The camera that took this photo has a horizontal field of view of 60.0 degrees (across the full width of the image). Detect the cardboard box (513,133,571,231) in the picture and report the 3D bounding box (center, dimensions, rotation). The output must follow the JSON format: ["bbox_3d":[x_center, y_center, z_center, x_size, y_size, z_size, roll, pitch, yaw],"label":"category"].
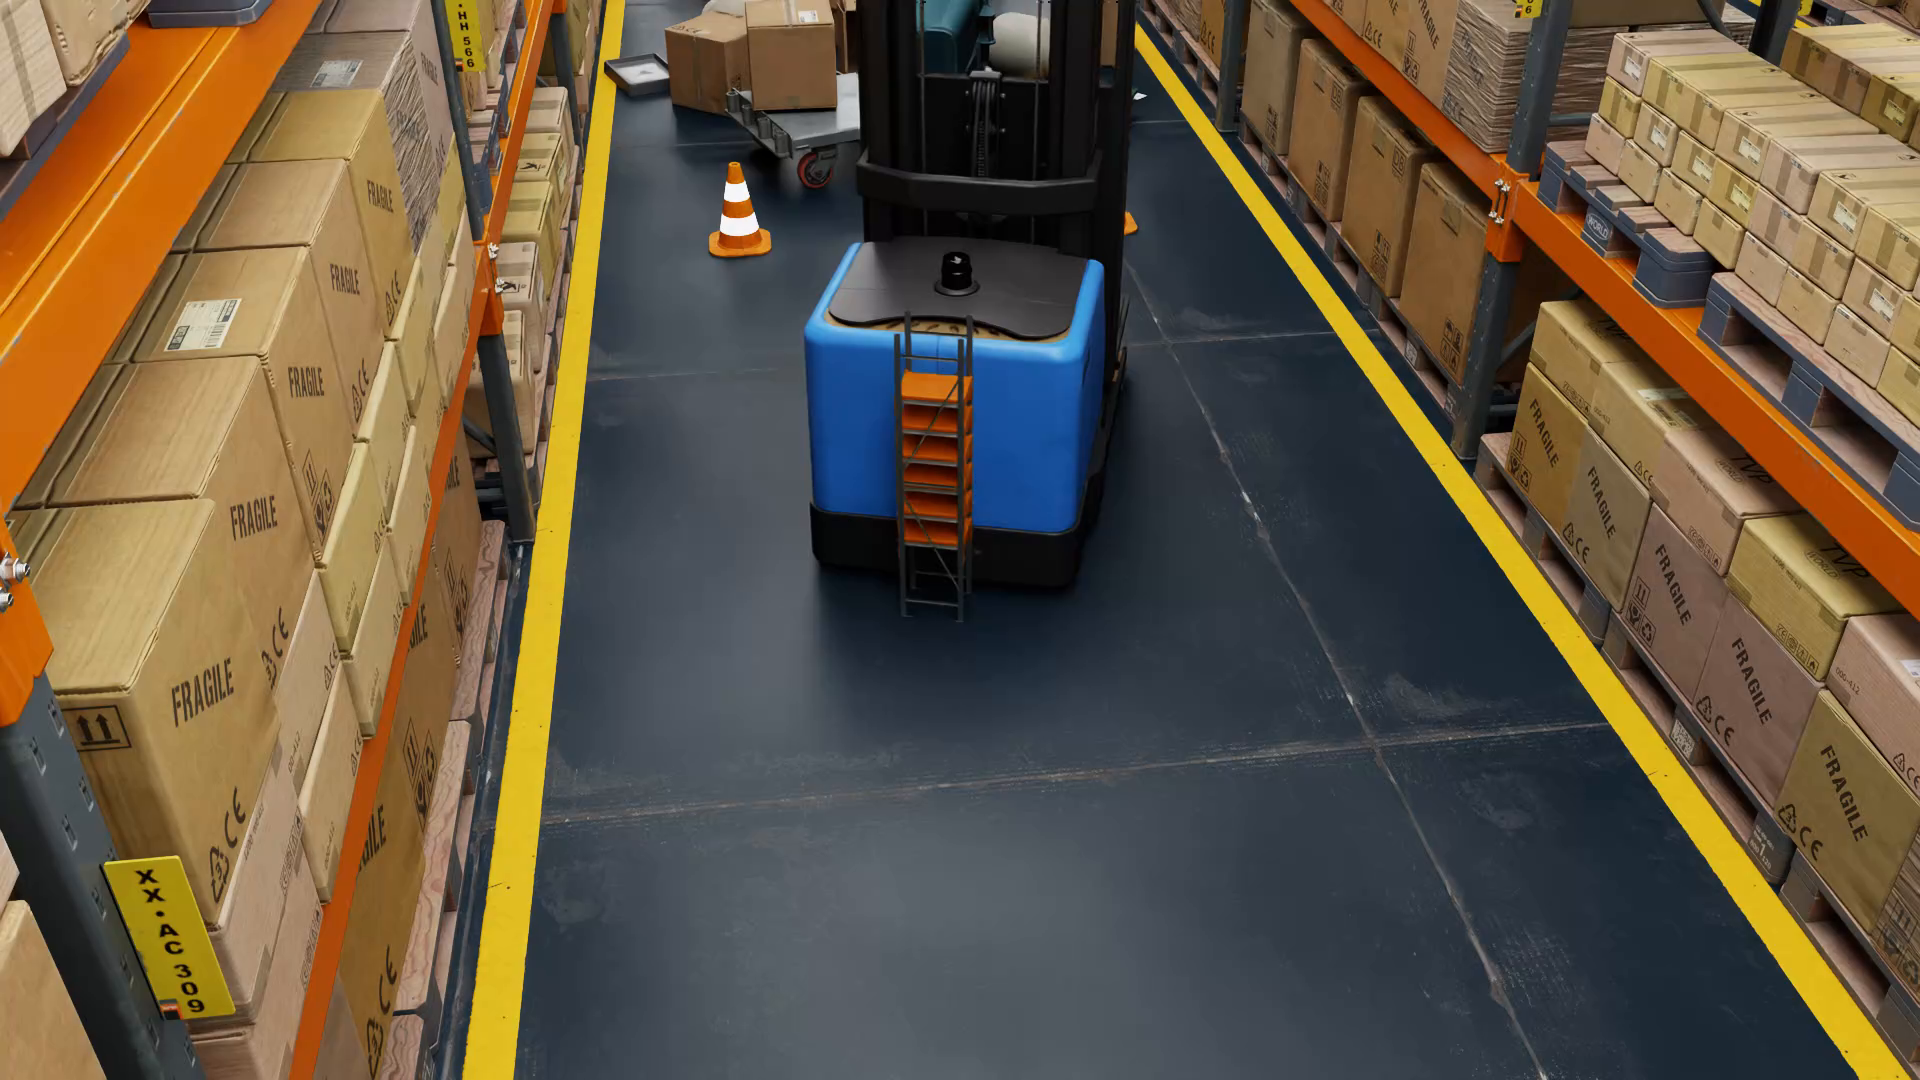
[{"bbox_3d":[-2.589,-1.847,8.757,0.950,0.372,0.625,-2,34,-3],"label":"cardboard box"}]

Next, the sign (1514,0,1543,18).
[{"bbox_3d":[2.118,-2.086,6.119,0.100,0.325,0.005,-4,35,-6],"label":"sign"}]

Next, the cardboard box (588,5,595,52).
[{"bbox_3d":[-2.731,-3.432,11.192,0.500,0.250,0.500,-5,35,-7],"label":"cardboard box"}]

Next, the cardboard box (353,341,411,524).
[{"bbox_3d":[-1.675,-0.254,4.148,0.500,0.250,0.500,-5,35,-8],"label":"cardboard box"}]

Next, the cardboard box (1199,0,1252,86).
[{"bbox_3d":[2.114,-3.535,10.788,0.875,0.875,0.875,-4,34,-6],"label":"cardboard box"}]

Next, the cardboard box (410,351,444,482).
[{"bbox_3d":[-1.763,-0.330,4.703,0.500,0.250,0.500,-5,35,-7],"label":"cardboard box"}]

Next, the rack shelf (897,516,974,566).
[{"bbox_3d":[-0.090,-0.008,6.202,0.258,0.103,0.180,6,35,8],"label":"rack shelf"}]

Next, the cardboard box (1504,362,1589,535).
[{"bbox_3d":[2.510,-0.378,6.488,0.500,0.500,0.500,-6,35,-8],"label":"cardboard box"}]

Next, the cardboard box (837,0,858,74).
[{"bbox_3d":[-0.421,-3.399,11.171,0.797,0.637,0.503,-4,35,-6],"label":"cardboard box"}]

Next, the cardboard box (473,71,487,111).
[{"bbox_3d":[-2.079,-1.802,6.581,0.380,0.149,0.250,-7,35,-9],"label":"cardboard box"}]

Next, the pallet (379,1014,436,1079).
[{"bbox_3d":[-1.865,1.739,4.010,1.003,0.211,1.213,-4,35,-6],"label":"pallet"}]

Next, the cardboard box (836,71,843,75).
[{"bbox_3d":[-0.745,-2.940,10.828,0.396,0.266,0.258,27,43,34],"label":"cardboard box"}]

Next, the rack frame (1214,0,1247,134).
[{"bbox_3d":[2.129,-3.884,9.785,1.000,3.000,0.127,-4,35,-6],"label":"rack frame"}]

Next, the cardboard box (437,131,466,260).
[{"bbox_3d":[-1.907,-1.114,5.410,0.500,0.250,0.500,-4,35,-7],"label":"cardboard box"}]

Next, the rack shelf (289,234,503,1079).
[{"bbox_3d":[-1.955,0.193,4.442,1.077,0.370,4.000,-4,35,-6],"label":"rack shelf"}]

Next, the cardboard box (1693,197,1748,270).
[{"bbox_3d":[2.638,-1.006,5.412,0.380,0.149,0.250,-3,34,-4],"label":"cardboard box"}]

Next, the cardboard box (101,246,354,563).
[{"bbox_3d":[-1.621,-0.272,3.509,0.500,0.500,0.500,-5,35,-8],"label":"cardboard box"}]

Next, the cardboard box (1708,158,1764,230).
[{"bbox_3d":[2.645,-1.119,5.314,0.380,0.149,0.250,-4,35,-6],"label":"cardboard box"}]

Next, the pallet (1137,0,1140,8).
[{"bbox_3d":[1.776,-4.523,13.200,1.003,0.211,1.213,-4,35,-6],"label":"pallet"}]

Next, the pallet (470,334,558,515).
[{"bbox_3d":[-2.328,-0.504,7.302,1.003,0.211,1.213,-4,35,-6],"label":"pallet"}]

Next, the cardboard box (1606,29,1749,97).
[{"bbox_3d":[2.538,-1.692,5.891,0.380,0.149,0.250,-4,35,-6],"label":"cardboard box"}]

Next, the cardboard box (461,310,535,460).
[{"bbox_3d":[-2.290,-0.624,6.962,0.950,0.372,0.625,-7,35,-10],"label":"cardboard box"}]

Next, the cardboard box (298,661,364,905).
[{"bbox_3d":[-1.555,0.520,3.457,0.500,0.250,0.500,-5,35,-8],"label":"cardboard box"}]

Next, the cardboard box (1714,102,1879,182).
[{"bbox_3d":[2.640,-1.260,5.257,0.380,0.149,0.250,-6,35,-8],"label":"cardboard box"}]

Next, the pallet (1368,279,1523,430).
[{"bbox_3d":[2.636,-0.945,7.949,1.003,0.211,1.213,-4,35,-6],"label":"pallet"}]

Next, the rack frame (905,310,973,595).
[{"bbox_3d":[-0.074,-0.294,6.116,0.240,1.200,0.006,6,35,8],"label":"rack frame"}]

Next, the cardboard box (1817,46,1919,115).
[{"bbox_3d":[3.219,-1.588,5.738,0.380,0.149,0.250,-5,35,-7],"label":"cardboard box"}]

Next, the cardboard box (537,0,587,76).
[{"bbox_3d":[-2.574,-3.149,10.110,0.500,0.500,0.500,-3,34,-4],"label":"cardboard box"}]

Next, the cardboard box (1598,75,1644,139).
[{"bbox_3d":[2.533,-1.559,5.961,0.380,0.149,0.250,-3,34,-4],"label":"cardboard box"}]

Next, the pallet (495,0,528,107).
[{"bbox_3d":[-2.531,-2.243,7.547,1.003,0.211,1.213,-4,35,-6],"label":"pallet"}]

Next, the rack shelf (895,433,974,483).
[{"bbox_3d":[-0.090,-0.306,5.999,0.258,0.103,0.180,6,35,8],"label":"rack shelf"}]

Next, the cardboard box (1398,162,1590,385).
[{"bbox_3d":[2.675,-1.242,7.534,1.050,0.750,0.750,-5,35,-7],"label":"cardboard box"}]

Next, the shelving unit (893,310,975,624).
[{"bbox_3d":[-0.090,-0.244,6.042,0.258,1.200,0.189,6,35,8],"label":"shelving unit"}]

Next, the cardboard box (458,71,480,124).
[{"bbox_3d":[-2.055,-1.827,6.041,0.500,0.500,0.500,-5,35,-8],"label":"cardboard box"}]

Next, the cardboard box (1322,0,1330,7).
[{"bbox_3d":[2.067,-3.050,8.473,0.500,0.500,0.500,-5,35,-7],"label":"cardboard box"}]

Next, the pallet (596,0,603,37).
[{"bbox_3d":[-3.216,-4.034,12.482,1.003,0.211,1.213,-4,35,-6],"label":"pallet"}]

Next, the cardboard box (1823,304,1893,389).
[{"bbox_3d":[2.741,-0.571,4.775,0.380,0.149,0.250,-5,35,-8],"label":"cardboard box"}]

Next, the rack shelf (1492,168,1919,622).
[{"bbox_3d":[2.936,-0.238,5.075,1.077,0.370,4.000,-4,35,-6],"label":"rack shelf"}]

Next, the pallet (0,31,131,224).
[{"bbox_3d":[-1.858,-0.656,2.556,0.805,0.209,1.217,-6,35,-8],"label":"pallet"}]

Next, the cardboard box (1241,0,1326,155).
[{"bbox_3d":[2.302,-2.788,9.802,1.050,0.750,0.750,-5,35,-7],"label":"cardboard box"}]

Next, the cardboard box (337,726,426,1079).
[{"bbox_3d":[-1.978,0.873,4.319,0.875,0.875,0.875,-3,34,-5],"label":"cardboard box"}]

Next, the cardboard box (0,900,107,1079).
[{"bbox_3d":[-1.349,0.800,1.936,0.500,0.500,0.500,-5,35,-7],"label":"cardboard box"}]

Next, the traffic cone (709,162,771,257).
[{"bbox_3d":[-1.208,-1.818,9.007,0.336,0.463,0.334,-4,35,-6],"label":"traffic cone"}]

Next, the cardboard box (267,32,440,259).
[{"bbox_3d":[-1.818,-1.120,4.754,0.500,0.500,0.500,-4,34,-6],"label":"cardboard box"}]

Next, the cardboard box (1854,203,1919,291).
[{"bbox_3d":[2.746,-0.822,4.614,0.380,0.149,0.250,-5,35,-7],"label":"cardboard box"}]

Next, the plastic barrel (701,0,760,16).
[{"bbox_3d":[-1.522,-3.582,11.630,0.512,0.421,0.421,20,39,26],"label":"plastic barrel"}]

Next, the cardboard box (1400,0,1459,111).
[{"bbox_3d":[2.275,-2.202,7.229,0.500,0.500,0.500,-4,35,-6],"label":"cardboard box"}]

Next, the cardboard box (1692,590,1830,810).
[{"bbox_3d":[2.723,0.473,5.239,0.500,0.500,0.500,-5,35,-7],"label":"cardboard box"}]

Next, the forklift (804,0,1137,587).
[{"bbox_3d":[0.180,-1.854,6.868,1.130,2.935,3.031,6,35,8],"label":"forklift"}]

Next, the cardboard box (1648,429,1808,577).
[{"bbox_3d":[2.642,-0.139,5.471,0.500,0.250,0.500,-4,34,-6],"label":"cardboard box"}]

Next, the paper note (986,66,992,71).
[{"bbox_3d":[0.133,-3.273,11.532,0.172,0.023,0.155,7,35,10],"label":"paper note"}]

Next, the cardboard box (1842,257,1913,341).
[{"bbox_3d":[2.748,-0.690,4.686,0.380,0.149,0.250,-3,34,-5],"label":"cardboard box"}]

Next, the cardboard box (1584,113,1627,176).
[{"bbox_3d":[2.527,-1.456,6.073,0.380,0.149,0.250,-5,35,-7],"label":"cardboard box"}]

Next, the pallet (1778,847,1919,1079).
[{"bbox_3d":[3.099,1.299,4.657,1.003,0.211,1.213,-4,35,-6],"label":"pallet"}]

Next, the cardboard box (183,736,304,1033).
[{"bbox_3d":[-1.466,0.600,2.895,0.500,0.250,0.500,-5,35,-8],"label":"cardboard box"}]

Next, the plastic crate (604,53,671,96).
[{"bbox_3d":[-2.161,-3.184,11.351,0.402,0.080,0.583,-16,38,-23],"label":"plastic crate"}]

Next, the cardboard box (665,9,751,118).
[{"bbox_3d":[-1.558,-3.121,10.884,0.500,0.500,0.500,20,39,26],"label":"cardboard box"}]

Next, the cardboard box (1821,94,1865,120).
[{"bbox_3d":[3.223,-1.454,5.806,0.380,0.149,0.250,-3,34,-5],"label":"cardboard box"}]

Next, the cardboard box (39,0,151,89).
[{"bbox_3d":[-1.517,-0.956,2.364,0.500,0.500,0.500,-5,35,-7],"label":"cardboard box"}]

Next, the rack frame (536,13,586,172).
[{"bbox_3d":[-2.762,-3.452,9.152,1.000,3.000,0.127,-4,35,-6],"label":"rack frame"}]
